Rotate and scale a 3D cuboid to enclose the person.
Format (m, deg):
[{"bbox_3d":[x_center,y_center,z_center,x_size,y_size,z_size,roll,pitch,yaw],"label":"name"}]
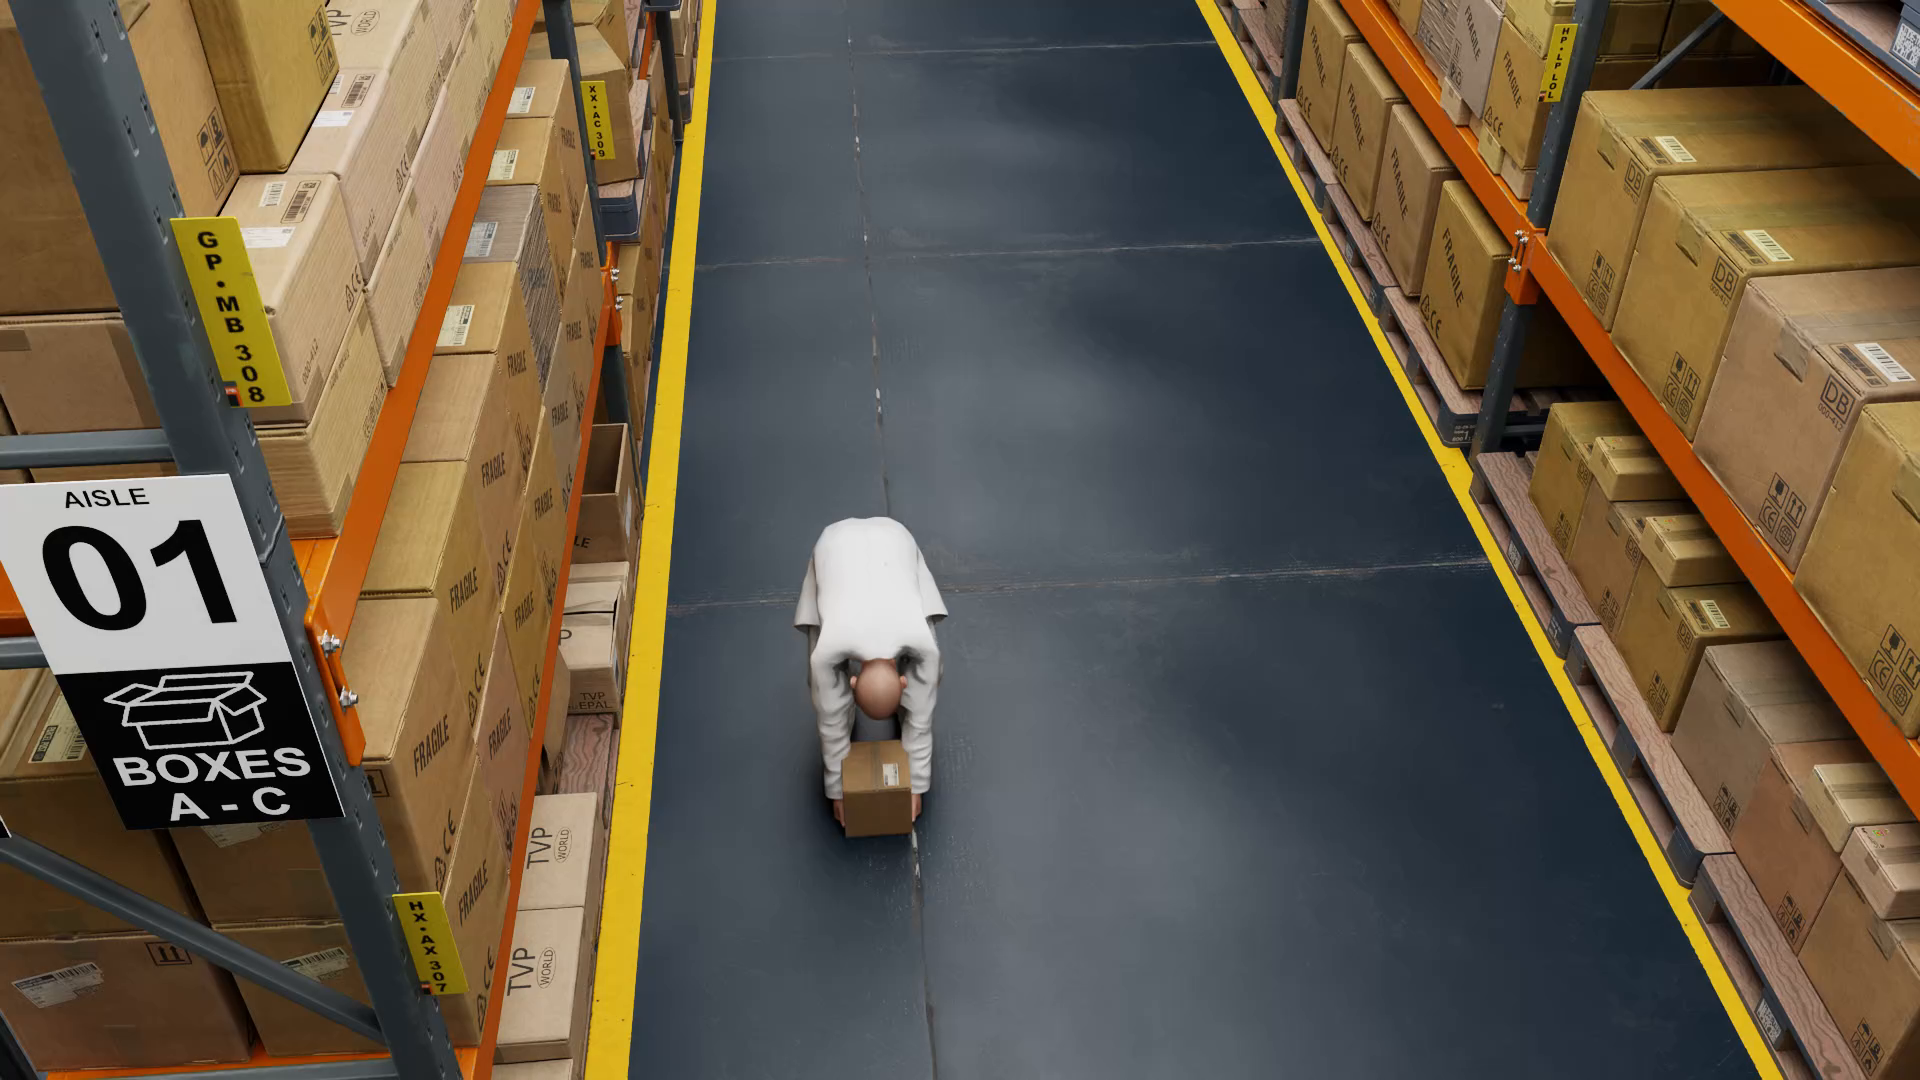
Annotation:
[{"bbox_3d":[-0.330,0.461,6.294,0.595,0.923,0.950,-3,39,-3],"label":"person"}]
